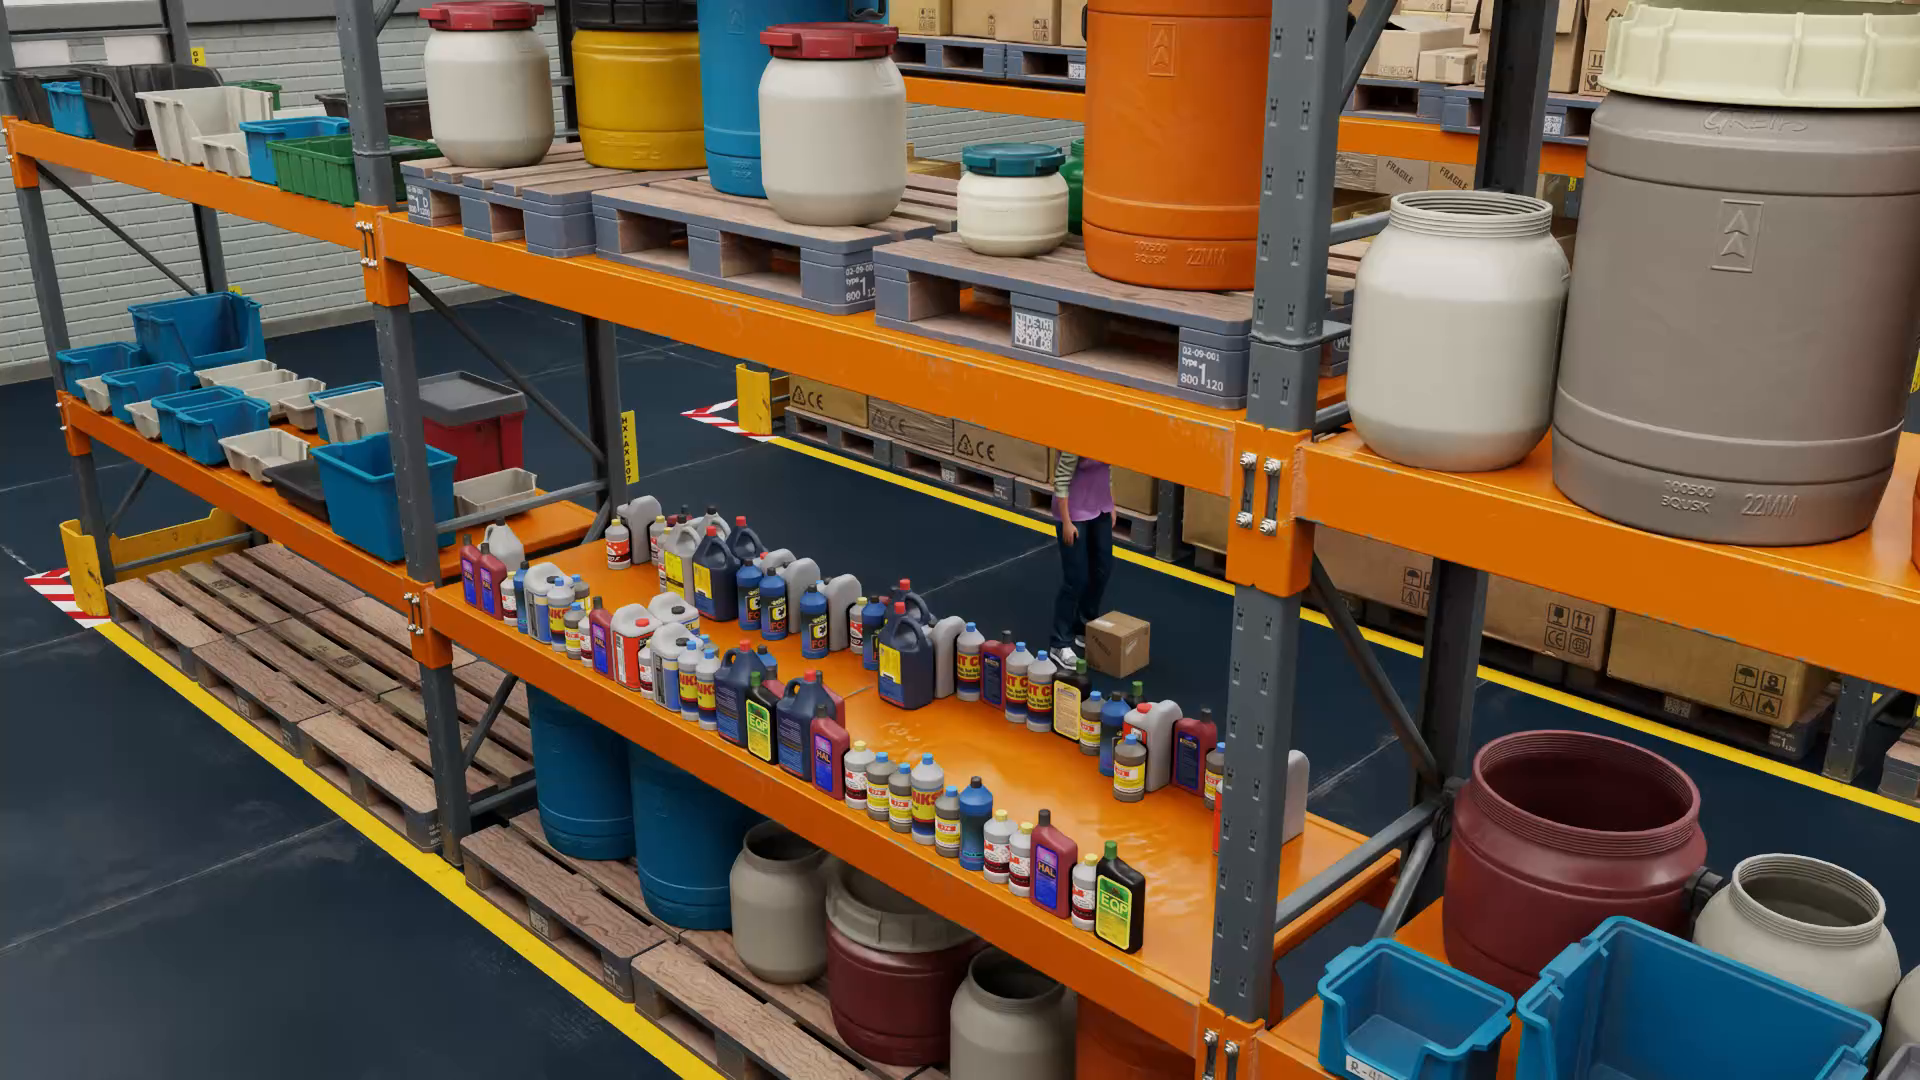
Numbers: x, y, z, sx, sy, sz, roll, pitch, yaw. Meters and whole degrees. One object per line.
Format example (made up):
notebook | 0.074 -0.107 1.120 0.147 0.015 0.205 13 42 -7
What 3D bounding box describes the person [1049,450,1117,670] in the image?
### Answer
person | 0.675 -0.100 8.917 0.345 1.550 0.478 17 27 38
